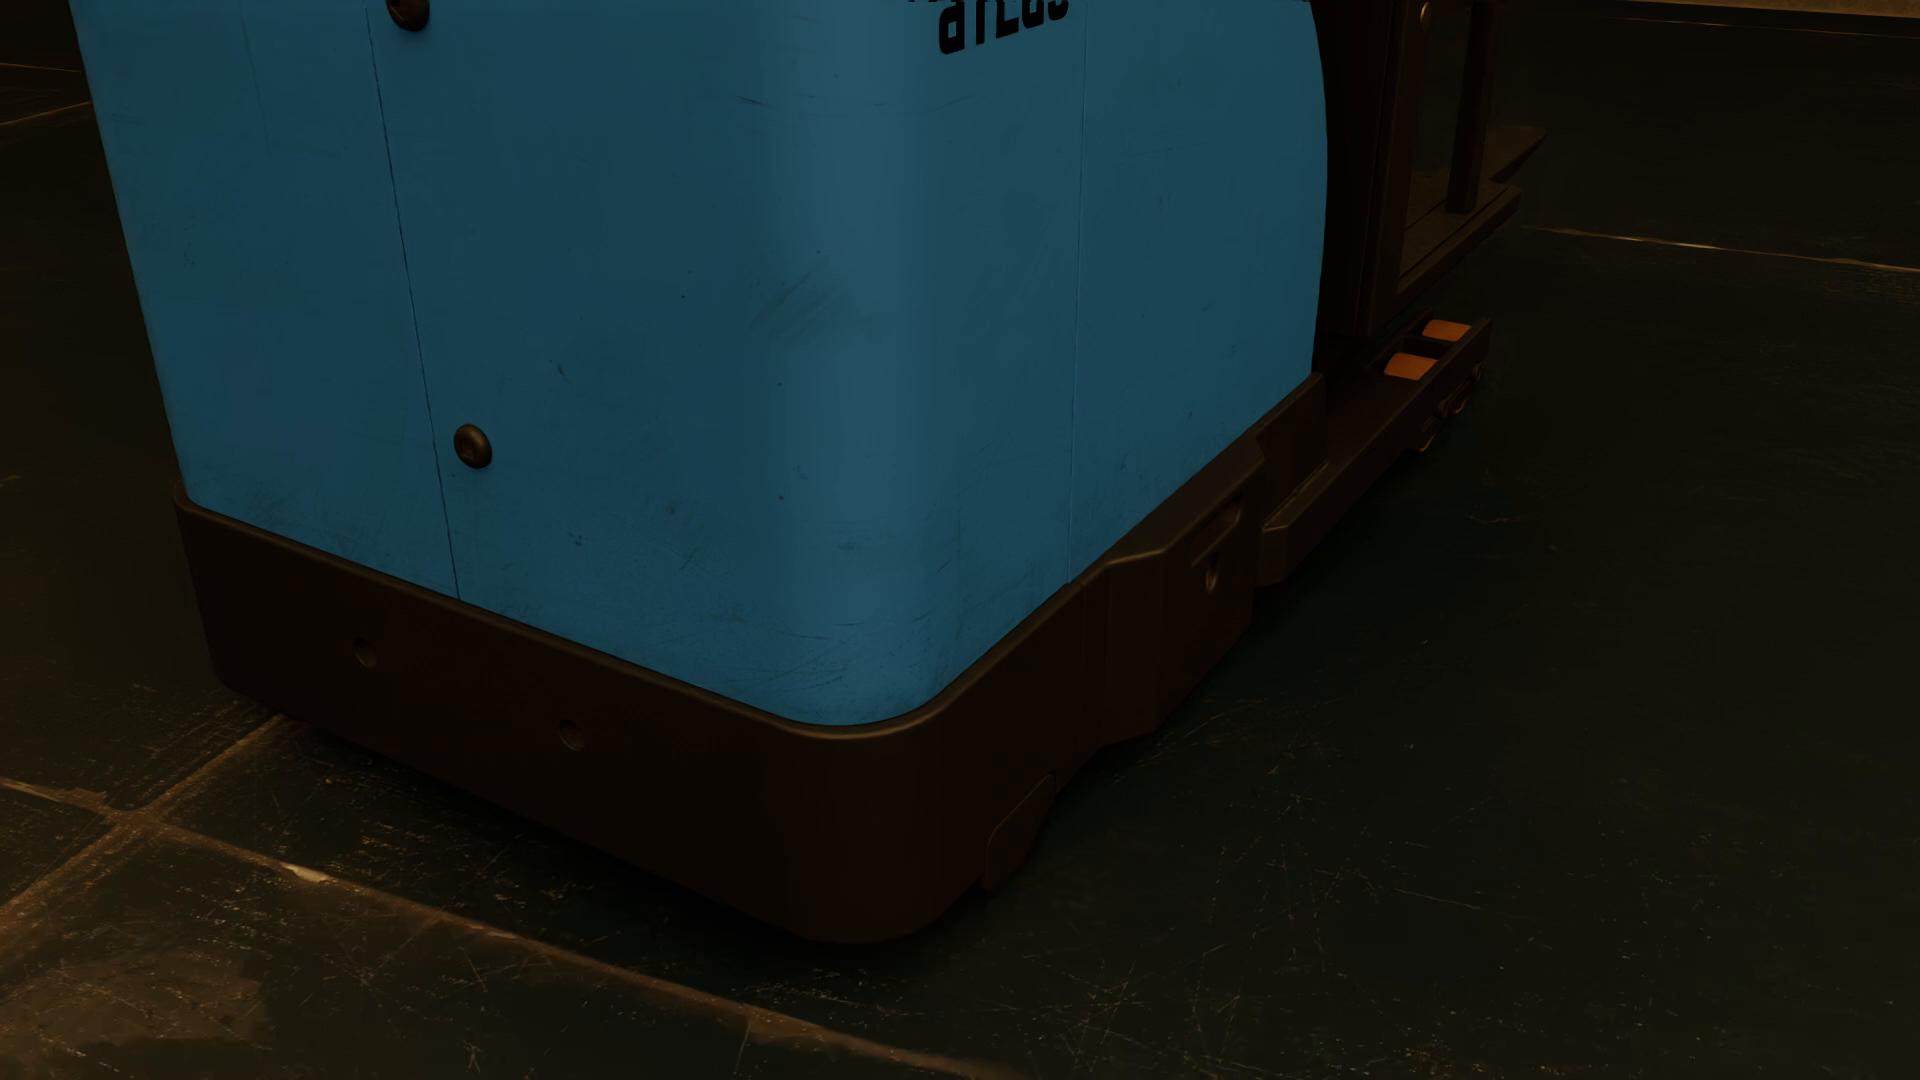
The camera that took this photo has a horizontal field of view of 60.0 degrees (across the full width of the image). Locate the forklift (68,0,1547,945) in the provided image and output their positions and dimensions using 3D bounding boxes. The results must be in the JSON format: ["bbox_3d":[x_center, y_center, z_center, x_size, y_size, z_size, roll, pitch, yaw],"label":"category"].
[{"bbox_3d":[0.278,-1.549,2.305,1.130,2.935,3.031,16,31,28],"label":"forklift"}]
